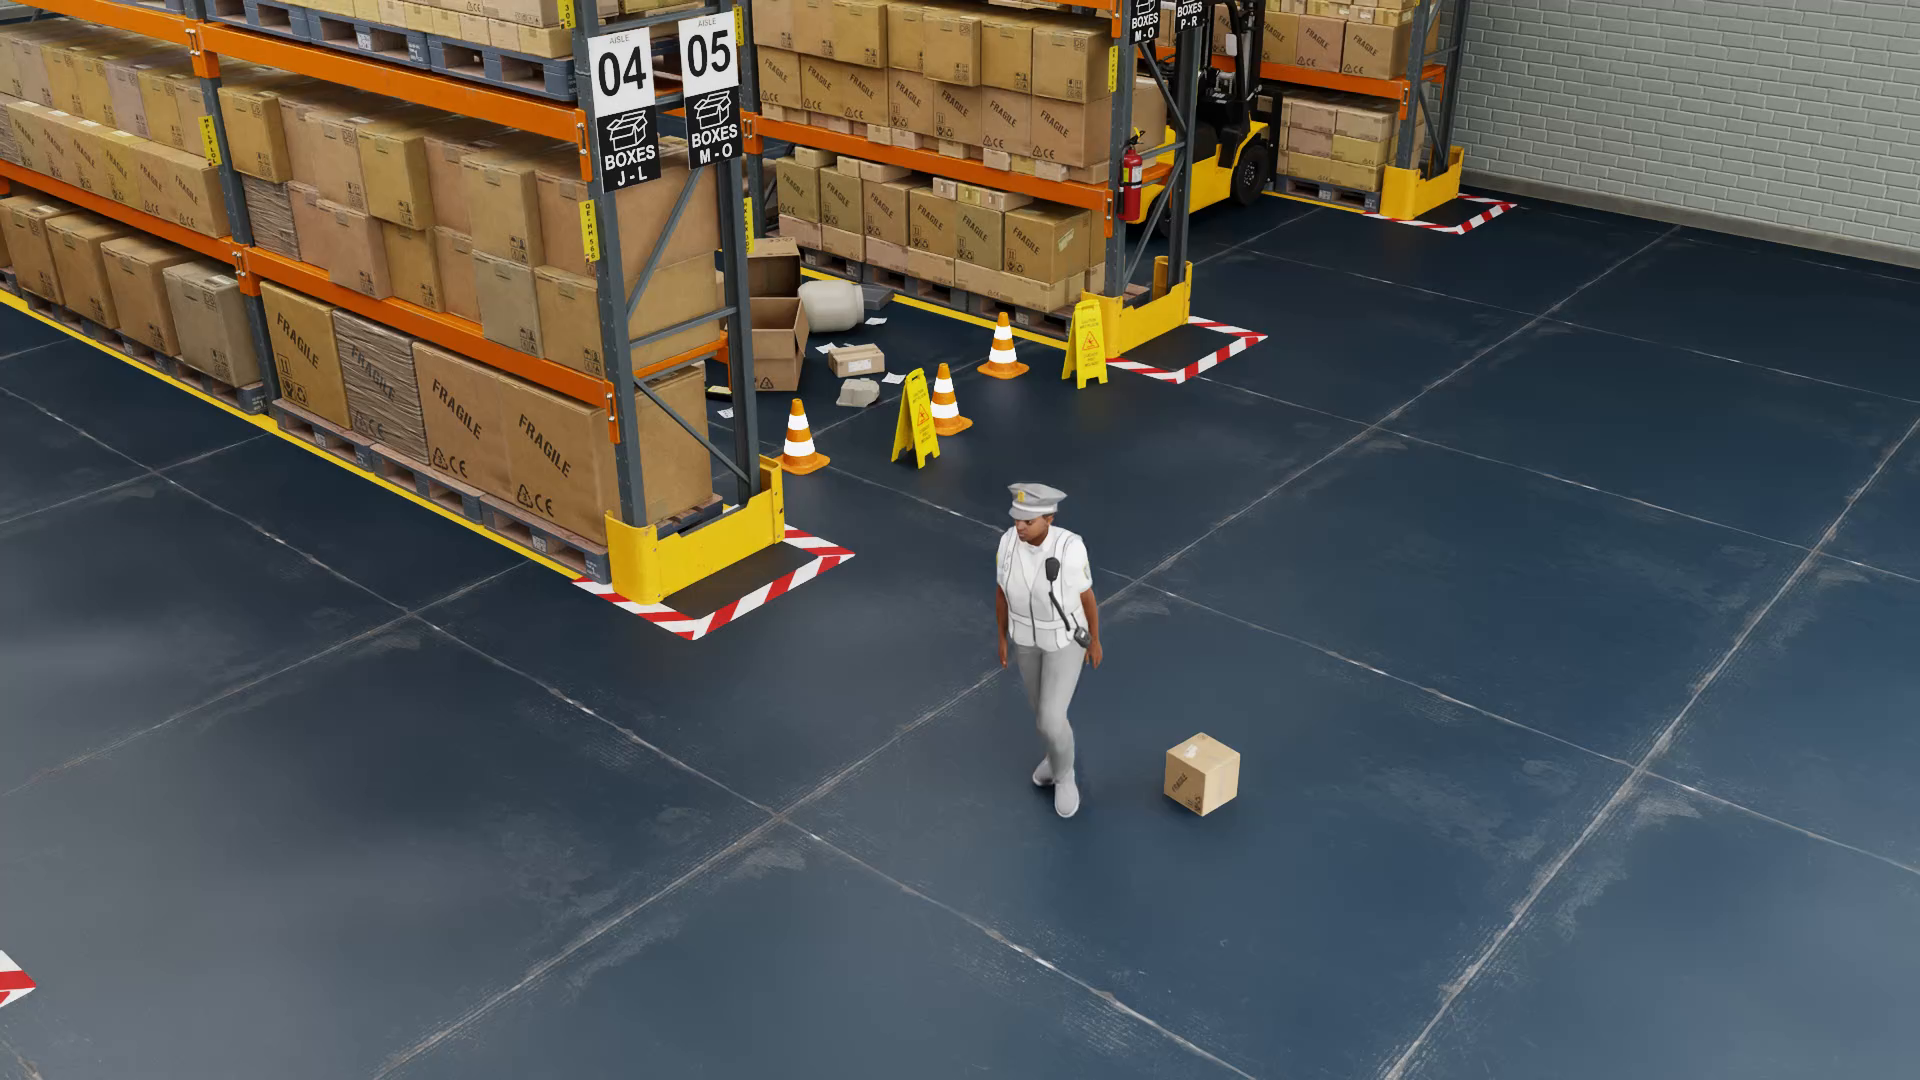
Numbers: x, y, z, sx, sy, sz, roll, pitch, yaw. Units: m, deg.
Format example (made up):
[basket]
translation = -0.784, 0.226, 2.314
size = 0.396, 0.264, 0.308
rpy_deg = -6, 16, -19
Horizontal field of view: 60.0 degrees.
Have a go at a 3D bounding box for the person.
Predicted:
[person]
translation = 0.401, 0.463, 7.706
size = 0.484, 1.687, 0.517
rpy_deg = 16, 31, 28
